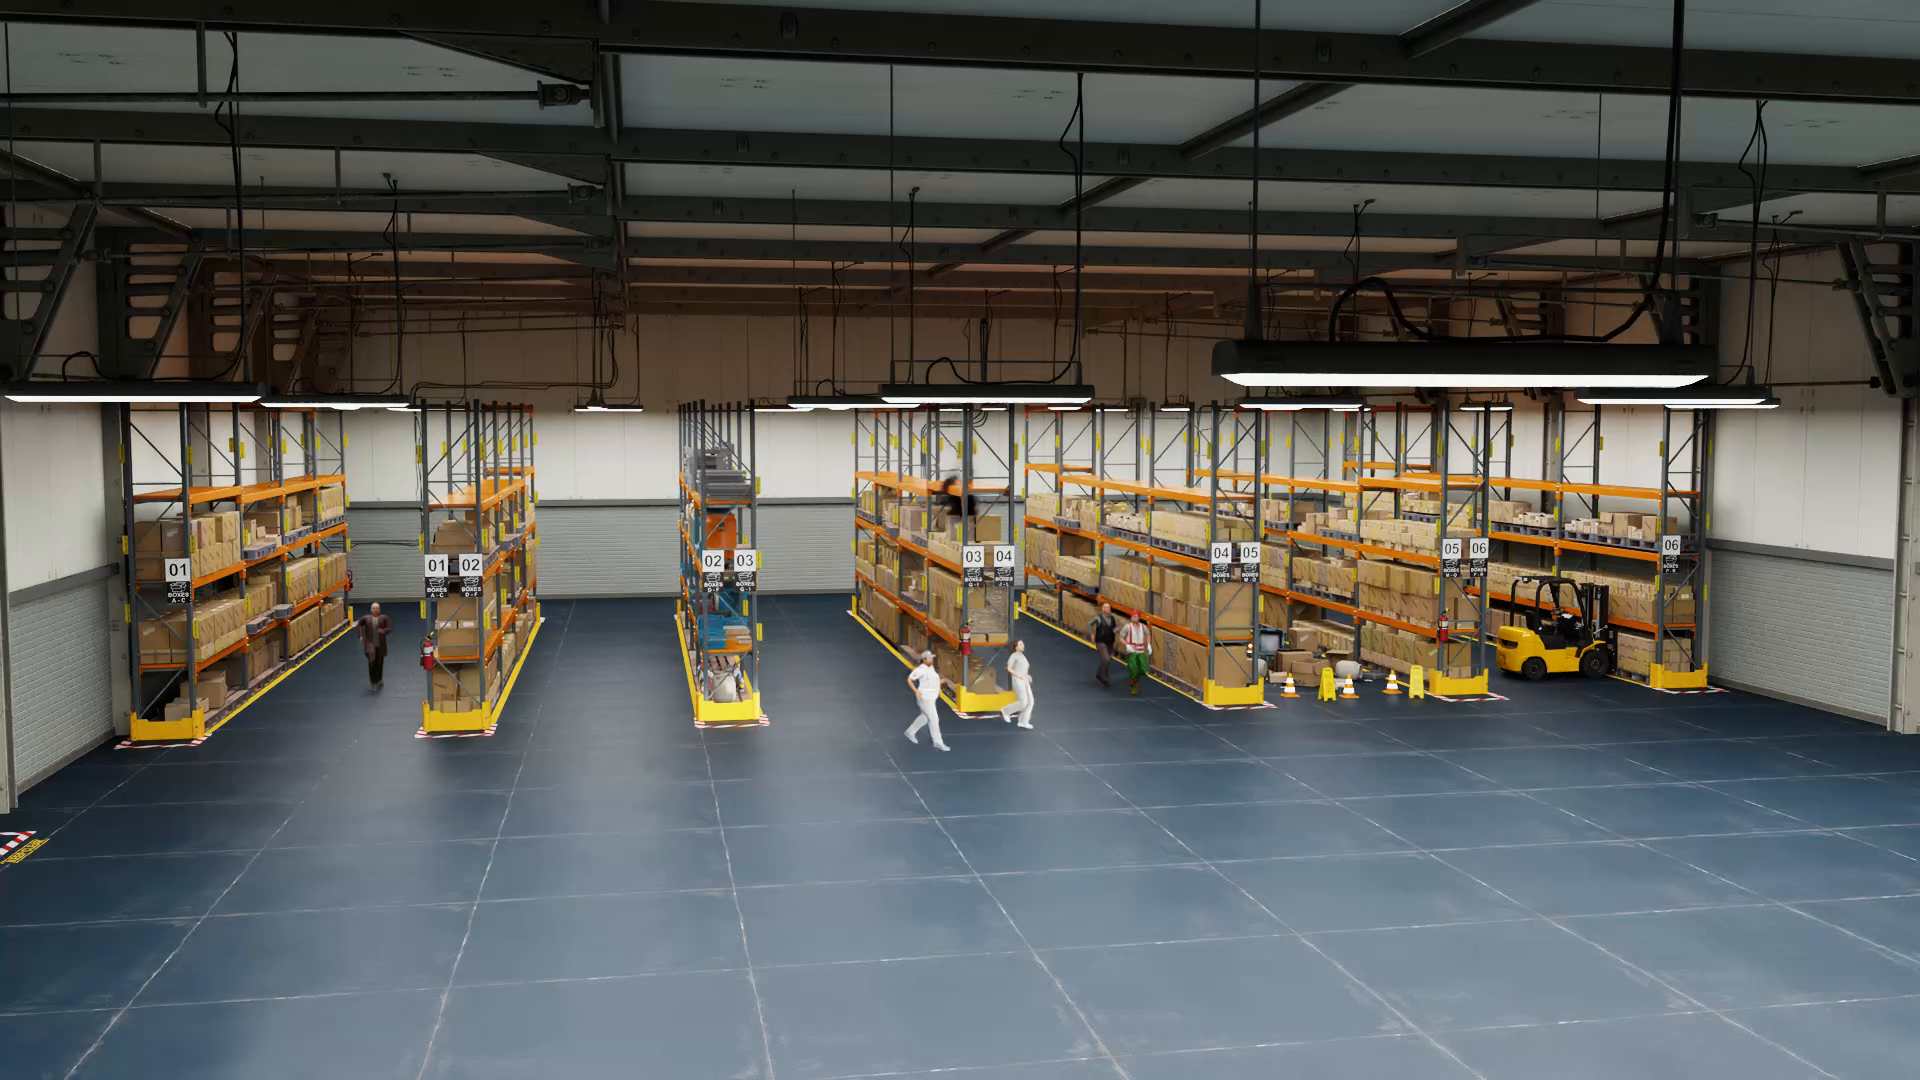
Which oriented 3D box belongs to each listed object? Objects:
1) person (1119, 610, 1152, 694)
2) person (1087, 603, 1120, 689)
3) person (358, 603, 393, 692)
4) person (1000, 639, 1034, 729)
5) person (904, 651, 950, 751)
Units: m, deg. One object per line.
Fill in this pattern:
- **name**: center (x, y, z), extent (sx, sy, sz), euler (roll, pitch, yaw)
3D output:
- **person**: center (3.592, 2.291, 33.914), extent (0.707, 1.742, 0.624), euler (-1, 4, -14)
- **person**: center (3.065, 2.210, 35.046), extent (0.642, 1.768, 0.776), euler (-2, 5, -28)
- **person**: center (-12.157, 2.221, 34.626), extent (0.666, 1.847, 0.937), euler (-2, 5, -25)
- **person**: center (1.052, 2.624, 30.442), extent (0.629, 1.645, 0.579), euler (2, 5, 28)
- **person**: center (-0.563, 2.728, 28.432), extent (0.912, 1.676, 0.598), euler (2, 5, 22)
